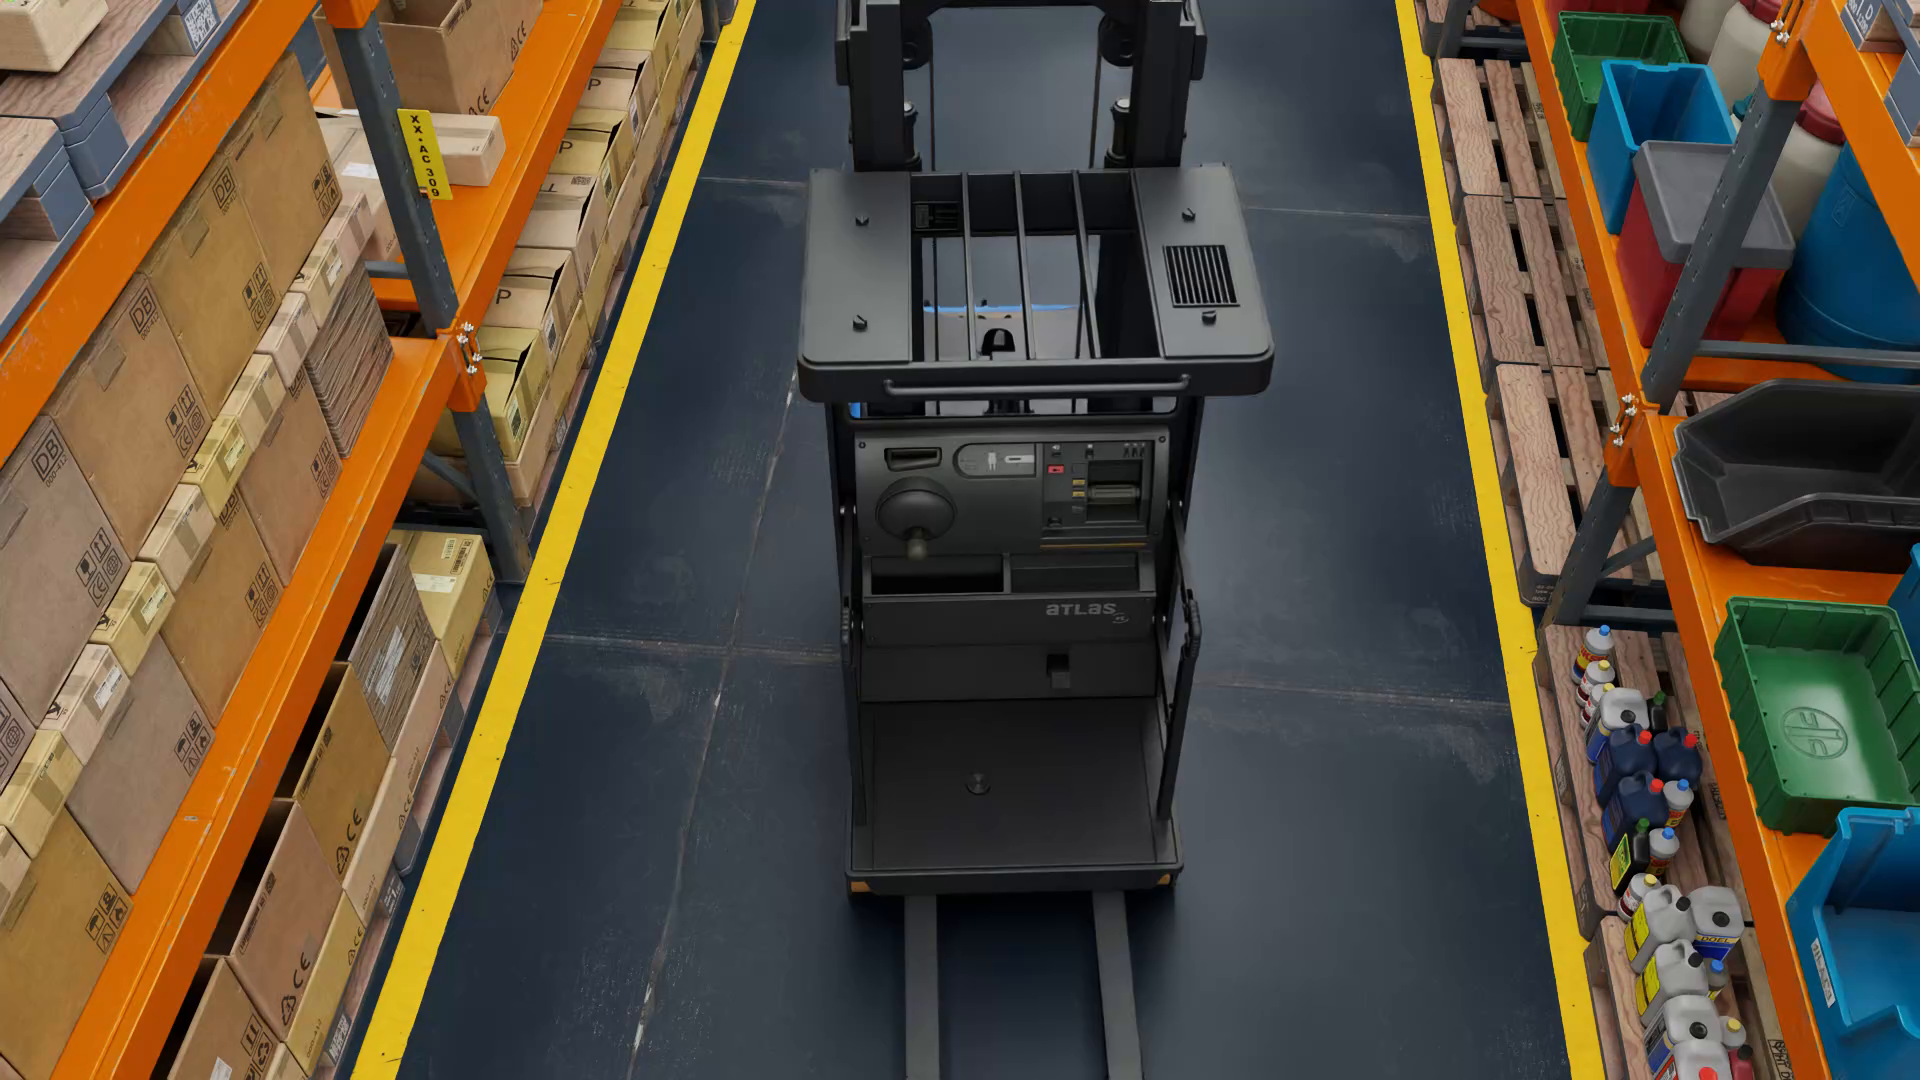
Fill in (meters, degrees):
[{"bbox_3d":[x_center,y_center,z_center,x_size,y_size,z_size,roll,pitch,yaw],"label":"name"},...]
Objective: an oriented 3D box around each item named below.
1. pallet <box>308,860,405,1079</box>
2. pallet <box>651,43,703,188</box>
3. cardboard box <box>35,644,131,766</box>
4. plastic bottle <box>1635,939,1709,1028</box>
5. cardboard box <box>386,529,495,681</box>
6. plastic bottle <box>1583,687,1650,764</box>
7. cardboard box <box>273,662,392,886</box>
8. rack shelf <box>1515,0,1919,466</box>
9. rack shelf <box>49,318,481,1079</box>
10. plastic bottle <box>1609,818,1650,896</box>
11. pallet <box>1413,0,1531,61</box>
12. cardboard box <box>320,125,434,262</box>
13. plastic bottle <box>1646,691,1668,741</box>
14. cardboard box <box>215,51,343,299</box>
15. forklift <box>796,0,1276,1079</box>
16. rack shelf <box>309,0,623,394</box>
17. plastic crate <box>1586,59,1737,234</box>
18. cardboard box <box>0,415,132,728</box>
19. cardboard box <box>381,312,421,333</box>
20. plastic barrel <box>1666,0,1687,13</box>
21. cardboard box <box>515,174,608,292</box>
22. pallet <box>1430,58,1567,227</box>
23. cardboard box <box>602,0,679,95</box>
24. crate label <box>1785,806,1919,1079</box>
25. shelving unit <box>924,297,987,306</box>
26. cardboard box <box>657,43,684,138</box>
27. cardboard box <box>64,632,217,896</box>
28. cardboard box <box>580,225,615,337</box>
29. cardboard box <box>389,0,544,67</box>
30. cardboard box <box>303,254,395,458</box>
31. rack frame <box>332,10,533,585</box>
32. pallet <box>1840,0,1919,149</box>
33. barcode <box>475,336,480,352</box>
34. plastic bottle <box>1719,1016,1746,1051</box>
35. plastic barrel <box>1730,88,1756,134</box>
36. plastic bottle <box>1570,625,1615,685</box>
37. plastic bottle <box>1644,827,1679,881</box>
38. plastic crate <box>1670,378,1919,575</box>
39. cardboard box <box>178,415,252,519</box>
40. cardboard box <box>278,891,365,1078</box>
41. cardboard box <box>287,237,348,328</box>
[{"bbox_3d":[-2.438,1.509,5.227,1.003,0.211,1.213,4,48,4],"label":"pallet"},{"bbox_3d":[-1.964,-2.309,8.719,1.003,0.211,1.213,4,48,4],"label":"pallet"},{"bbox_3d":[-2.188,0.370,3.871,0.380,0.149,0.250,4,48,4],"label":"cardboard box"},{"bbox_3d":[2.158,1.322,5.006,0.144,0.351,0.185,6,48,5],"label":"plastic bottle"},{"bbox_3d":[-2.040,0.229,6.087,0.500,0.250,0.500,4,48,4],"label":"cardboard box"},{"bbox_3d":[2.250,0.638,5.681,0.152,0.276,0.135,5,48,5],"label":"plastic bottle"},{"bbox_3d":[-2.138,0.710,5.138,0.500,0.500,0.500,4,48,4],"label":"cardboard box"},{"bbox_3d":[2.900,-1.804,6.855,1.077,0.370,4.000,4,48,4],"label":"rack shelf"},{"bbox_3d":[-2.397,0.800,4.473,1.077,0.370,4.000,4,48,4],"label":"rack shelf"},{"bbox_3d":[2.157,1.014,5.333,0.061,0.283,0.133,6,48,5],"label":"plastic bottle"},{"bbox_3d":[3.112,-3.157,9.495,1.003,0.211,1.213,4,48,4],"label":"pallet"},{"bbox_3d":[-2.214,-1.227,5.941,0.500,0.250,0.500,7,48,6],"label":"cardboard box"},{"bbox_3d":[2.356,0.642,5.673,0.061,0.283,0.133,4,48,4],"label":"plastic bottle"},{"bbox_3d":[-2.249,-1.058,4.738,0.700,0.500,0.500,4,48,4],"label":"cardboard box"},{"bbox_3d":[0.163,-0.042,4.802,1.130,2.935,3.031,-1,48,-1],"label":"forklift"},{"bbox_3d":[-2.033,-2.140,7.162,1.077,0.370,4.000,4,48,4],"label":"rack shelf"},{"bbox_3d":[2.508,-1.403,6.011,0.392,0.384,0.575,4,48,4],"label":"plastic crate"},{"bbox_3d":[-2.386,0.048,3.726,0.700,0.500,0.500,4,48,4],"label":"cardboard box"},{"bbox_3d":[-2.422,-1.015,6.845,0.500,0.311,0.500,5,48,5],"label":"cardboard box"},{"bbox_3d":[3.163,-2.474,6.904,0.421,0.512,0.421,0,48,0],"label":"plastic barrel"},{"bbox_3d":[-1.832,-1.351,7.151,0.500,0.311,0.500,2,48,2],"label":"cardboard box"},{"bbox_3d":[2.973,-2.009,8.444,1.003,0.211,1.213,4,48,4],"label":"pallet"},{"bbox_3d":[-1.694,-2.471,8.176,0.500,0.311,0.500,3,48,3],"label":"cardboard box"},{"bbox_3d":[2.251,0.980,3.797,0.502,0.435,0.616,4,48,4],"label":"crate label"},{"bbox_3d":[-0.014,-0.551,6.644,0.258,0.900,0.210,-1,48,-1],"label":"shelving unit"},{"bbox_3d":[-1.699,-2.284,8.385,0.500,0.250,0.500,3,48,3],"label":"cardboard box"},{"bbox_3d":[-2.386,0.513,4.180,0.700,0.500,0.500,5,48,5],"label":"cardboard box"},{"bbox_3d":[-1.839,-1.163,7.359,0.500,0.250,0.500,3,48,2],"label":"cardboard box"},{"bbox_3d":[-2.035,-2.265,6.721,0.500,0.500,0.500,4,48,4],"label":"cardboard box"},{"bbox_3d":[-2.249,-0.620,5.217,0.700,0.500,0.500,3,48,3],"label":"cardboard box"},{"bbox_3d":[-2.215,-0.913,5.552,1.000,3.000,0.127,4,48,4],"label":"rack frame"},{"bbox_3d":[2.749,-0.989,3.717,1.213,0.211,1.003,4,48,4],"label":"pallet"},{"bbox_3d":[-1.777,-0.701,6.104,0.001,0.075,0.075,4,48,4],"label":"barcode"},{"bbox_3d":[2.273,1.489,4.954,0.097,0.201,0.097,0,48,0],"label":"plastic bottle"},{"bbox_3d":[2.991,-1.493,6.176,0.301,0.262,0.301,0,48,0],"label":"plastic barrel"},{"bbox_3d":[2.252,0.400,5.902,0.097,0.271,0.097,0,48,0],"label":"plastic bottle"},{"bbox_3d":[2.237,1.010,5.344,0.097,0.271,0.097,0,48,0],"label":"plastic bottle"},{"bbox_3d":[2.543,-0.180,4.924,0.767,0.338,0.504,4,48,4],"label":"plastic crate"},{"bbox_3d":[-2.121,-0.204,4.396,0.380,0.149,0.250,4,48,3],"label":"cardboard box"},{"bbox_3d":[-2.171,1.331,5.078,0.500,0.250,0.500,4,48,4],"label":"cardboard box"},{"bbox_3d":[-2.051,-0.770,4.914,0.380,0.149,0.250,3,48,3],"label":"cardboard box"}]
